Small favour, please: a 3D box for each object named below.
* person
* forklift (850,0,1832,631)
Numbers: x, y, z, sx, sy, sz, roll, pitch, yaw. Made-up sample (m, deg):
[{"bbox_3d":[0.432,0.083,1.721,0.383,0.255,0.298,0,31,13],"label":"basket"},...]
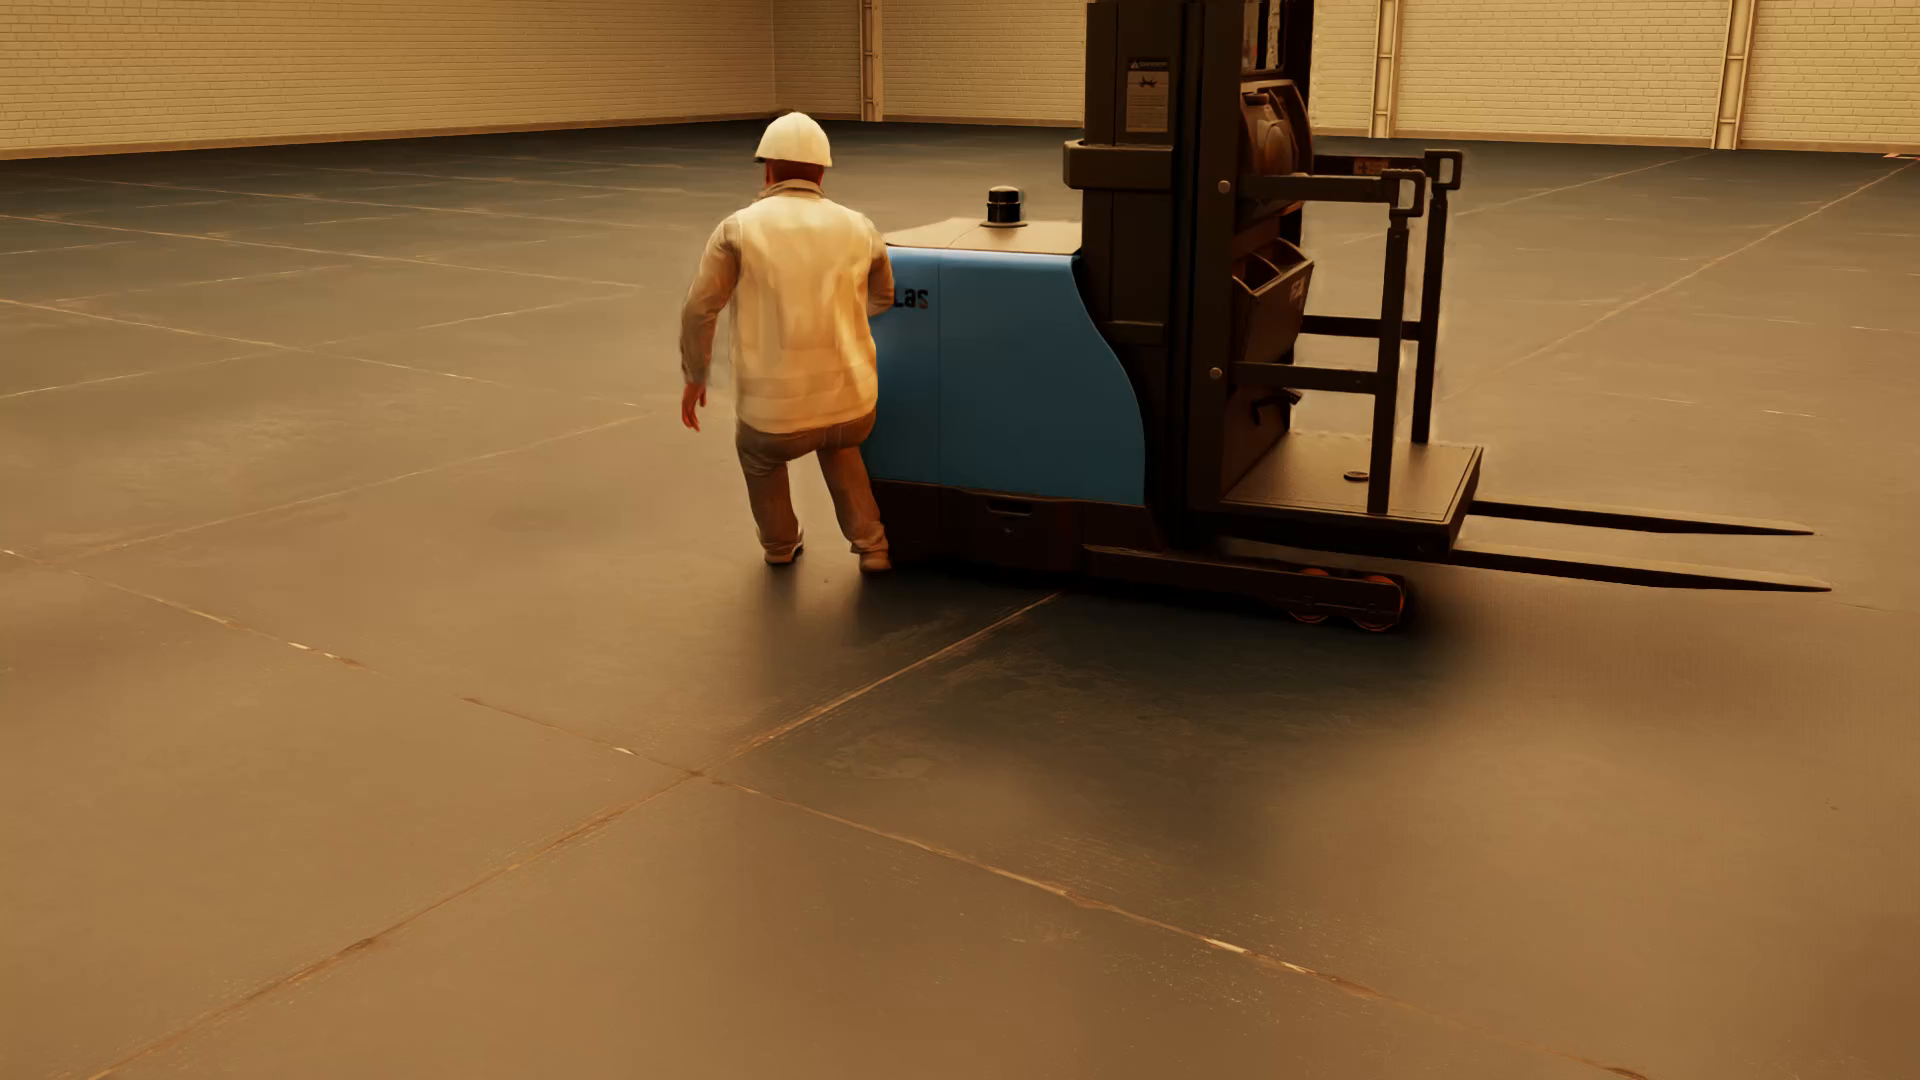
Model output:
[{"bbox_3d":[-0.553,-0.556,5.292,0.784,1.565,0.921,-7,18,-21],"label":"person"},{"bbox_3d":[1.185,-1.301,5.182,3.031,2.935,1.130,7,18,21],"label":"forklift"}]
